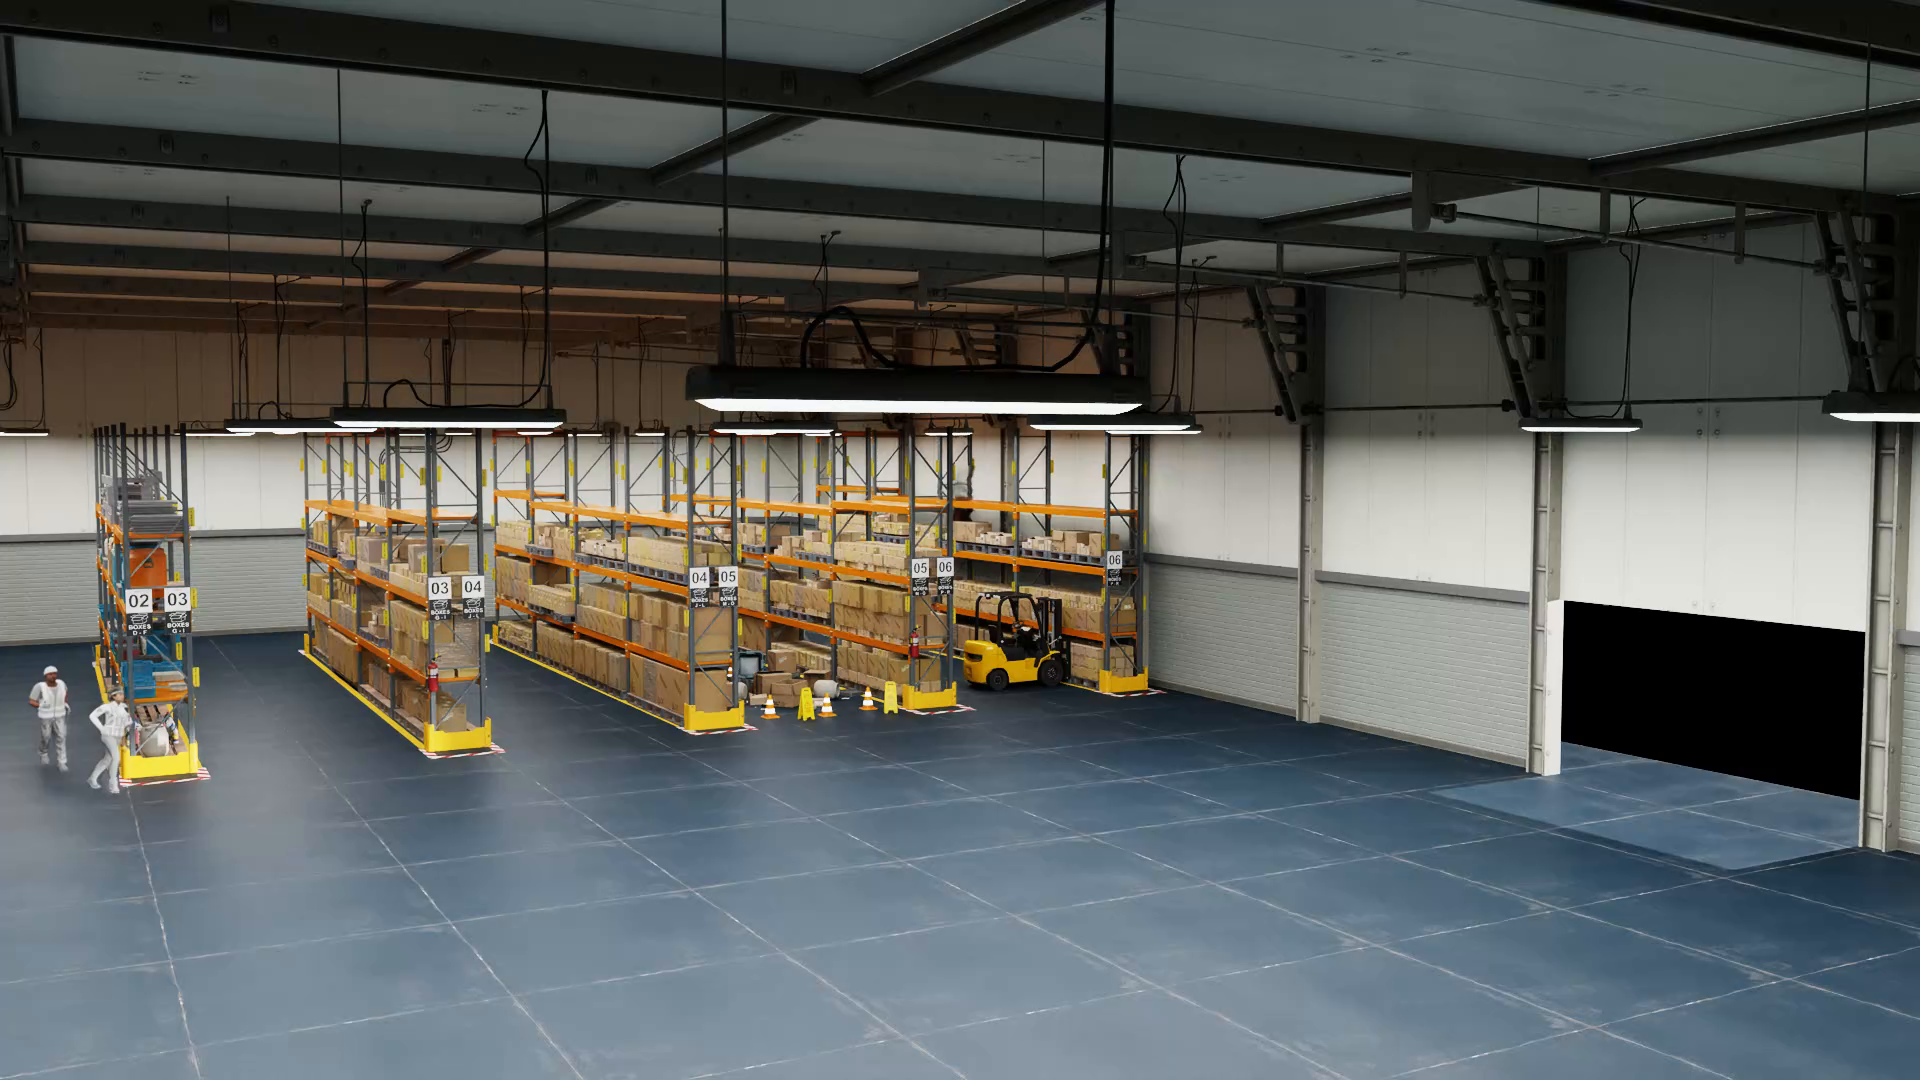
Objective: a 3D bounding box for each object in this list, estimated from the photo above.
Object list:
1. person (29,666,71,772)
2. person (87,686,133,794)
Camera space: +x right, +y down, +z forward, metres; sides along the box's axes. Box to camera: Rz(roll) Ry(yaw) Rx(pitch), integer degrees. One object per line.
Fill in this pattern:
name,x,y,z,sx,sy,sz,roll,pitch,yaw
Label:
person,-15.703,3.067,28.726,0.673,1.786,0.992,-3,5,-43
person,-13.882,3.250,27.206,0.697,1.731,0.630,1,4,13
